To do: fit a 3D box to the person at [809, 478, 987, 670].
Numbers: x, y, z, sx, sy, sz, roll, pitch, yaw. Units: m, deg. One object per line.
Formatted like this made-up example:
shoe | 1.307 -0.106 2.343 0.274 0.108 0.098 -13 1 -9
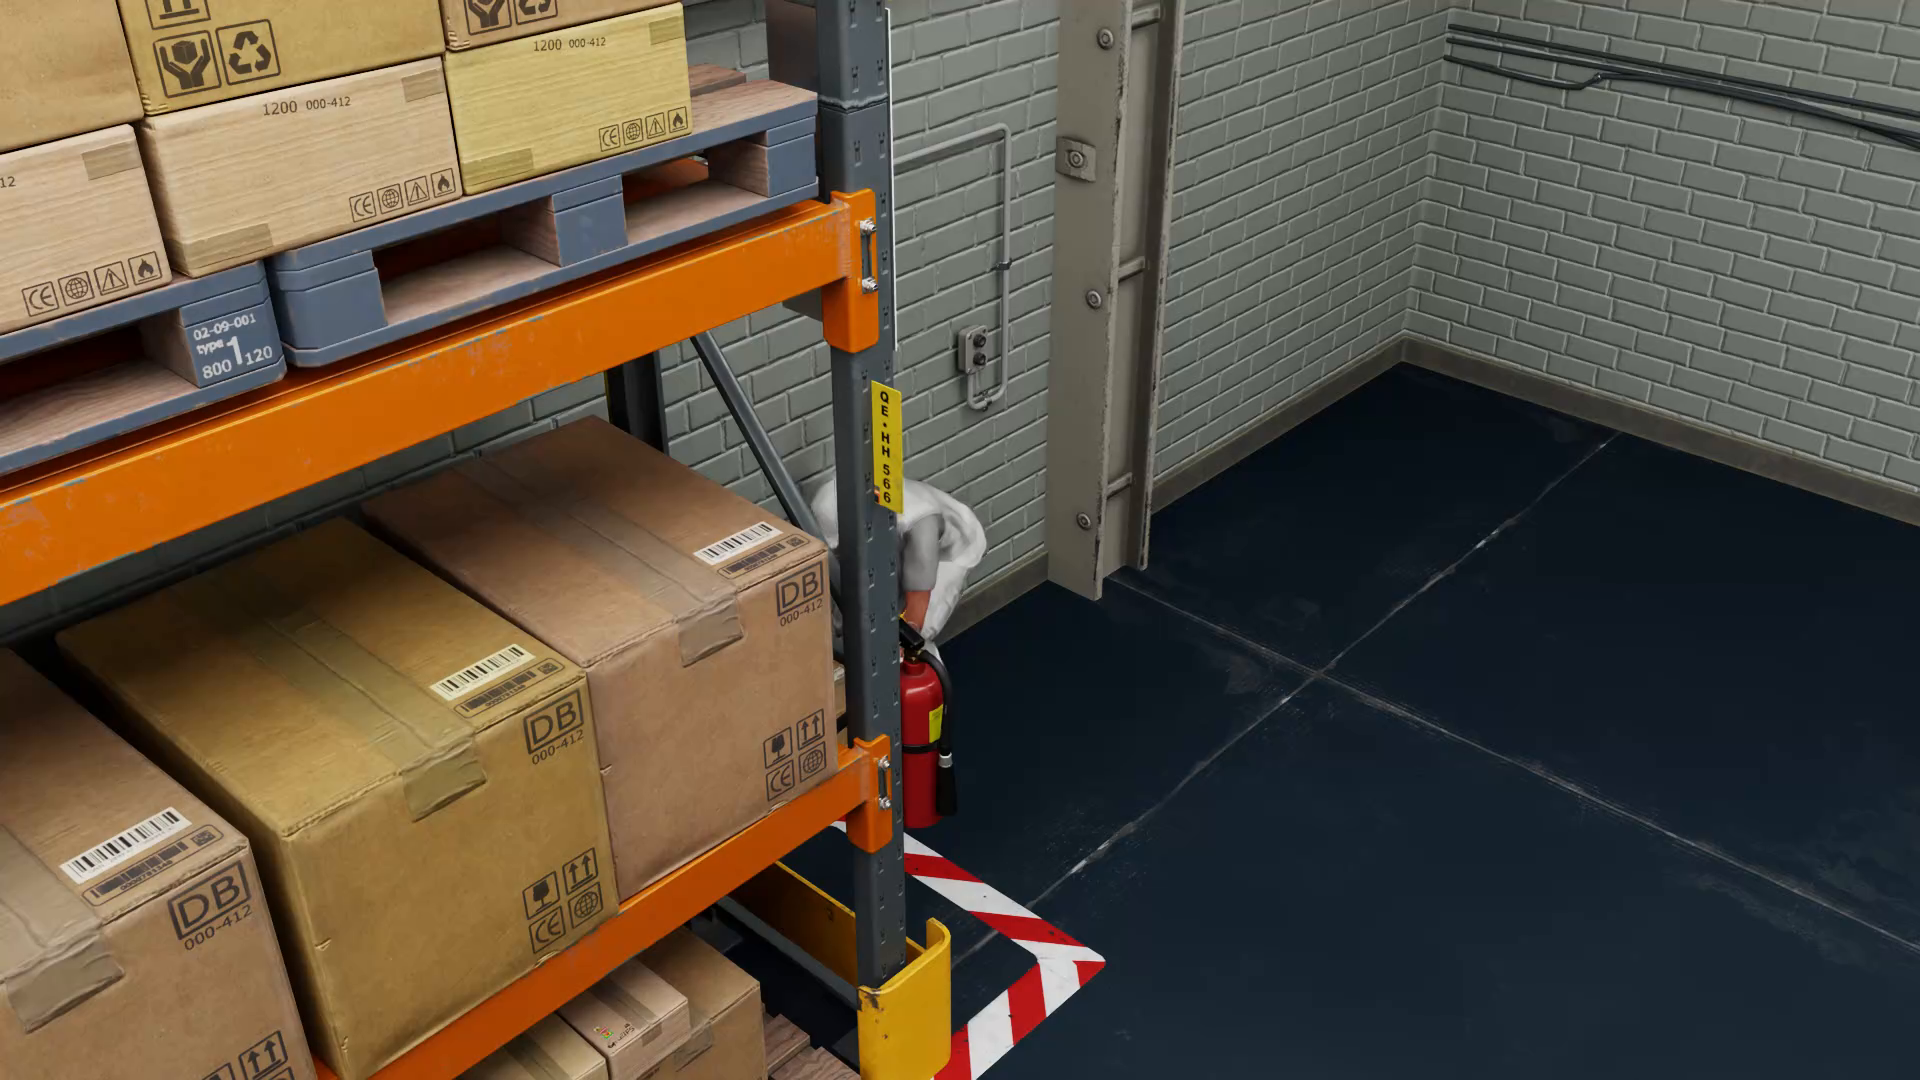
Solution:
person | -0.245 0.176 6.418 0.584 1.172 0.852 26 39 36
